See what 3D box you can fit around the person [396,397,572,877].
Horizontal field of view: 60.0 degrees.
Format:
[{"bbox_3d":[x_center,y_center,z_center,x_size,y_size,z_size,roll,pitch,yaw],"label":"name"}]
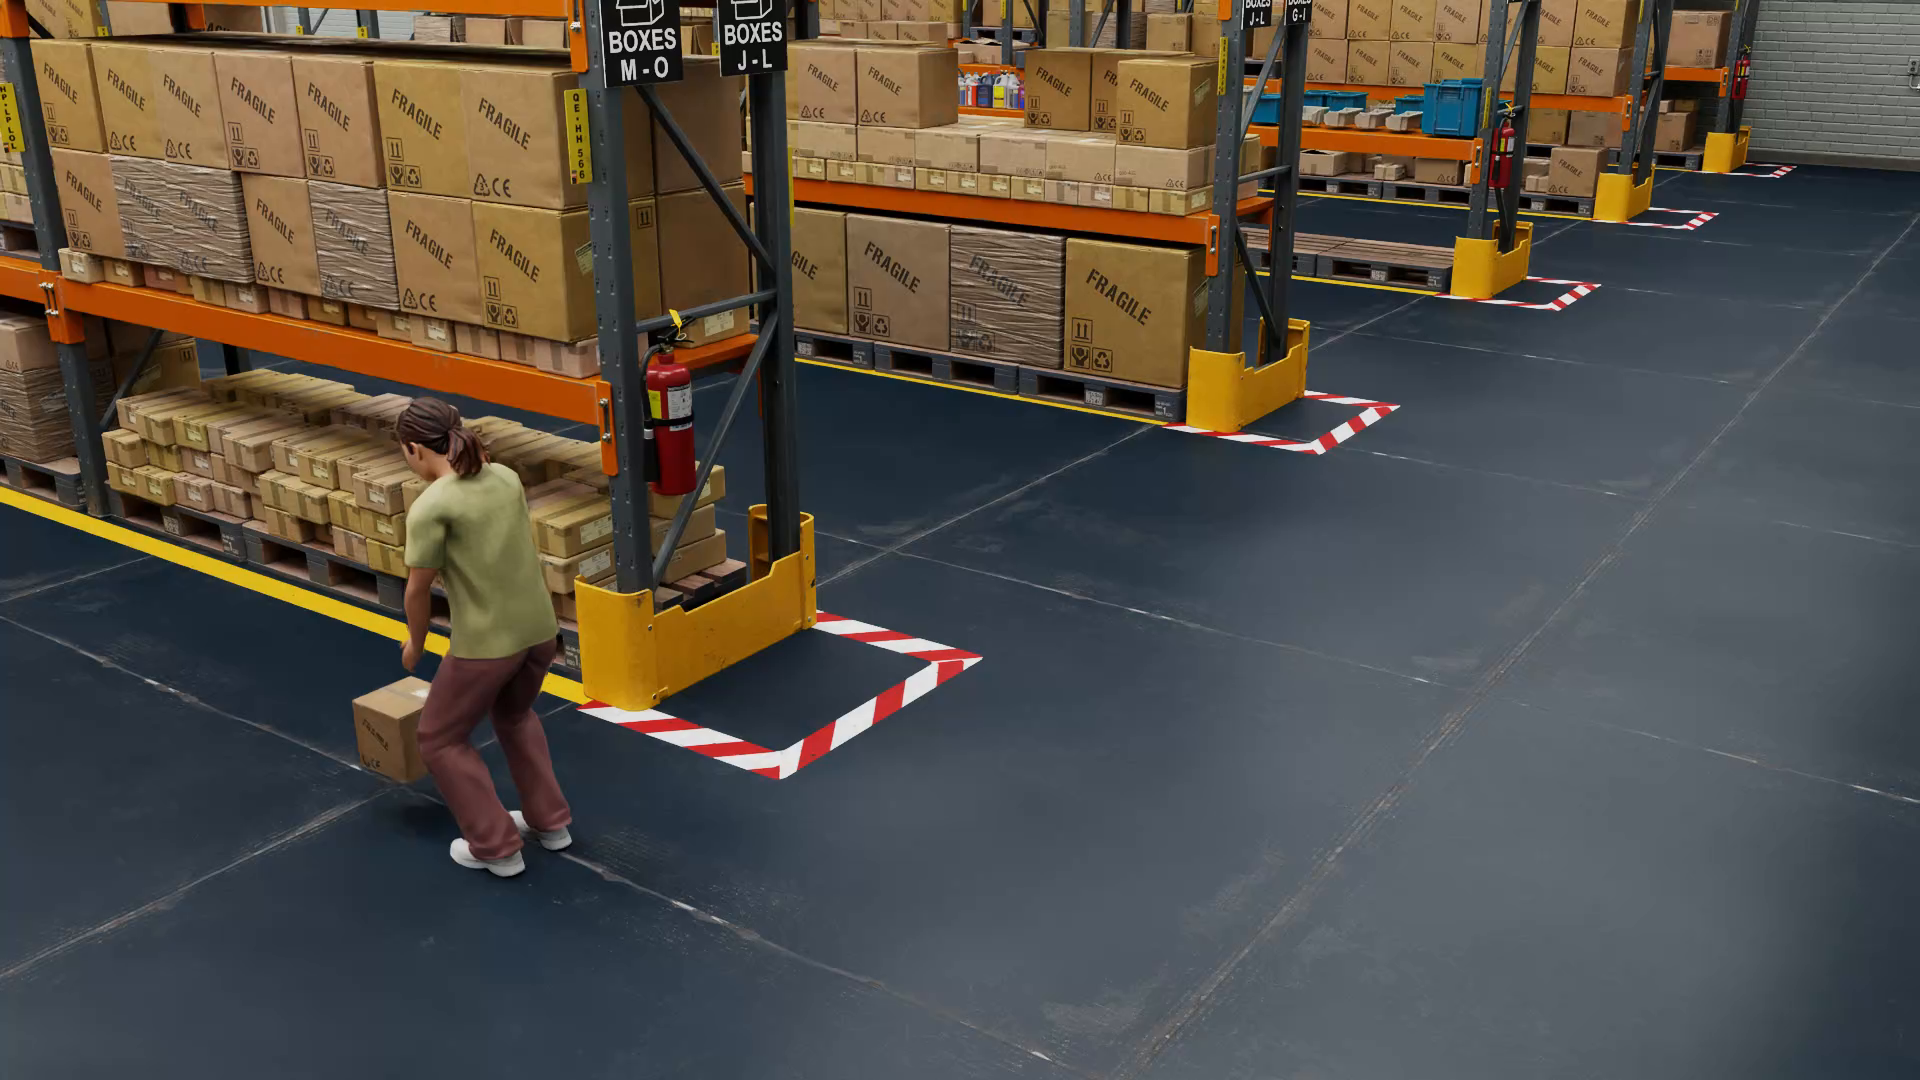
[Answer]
[{"bbox_3d":[-1.553,0.322,5.350,0.467,1.573,0.486,14,24,33],"label":"person"}]
